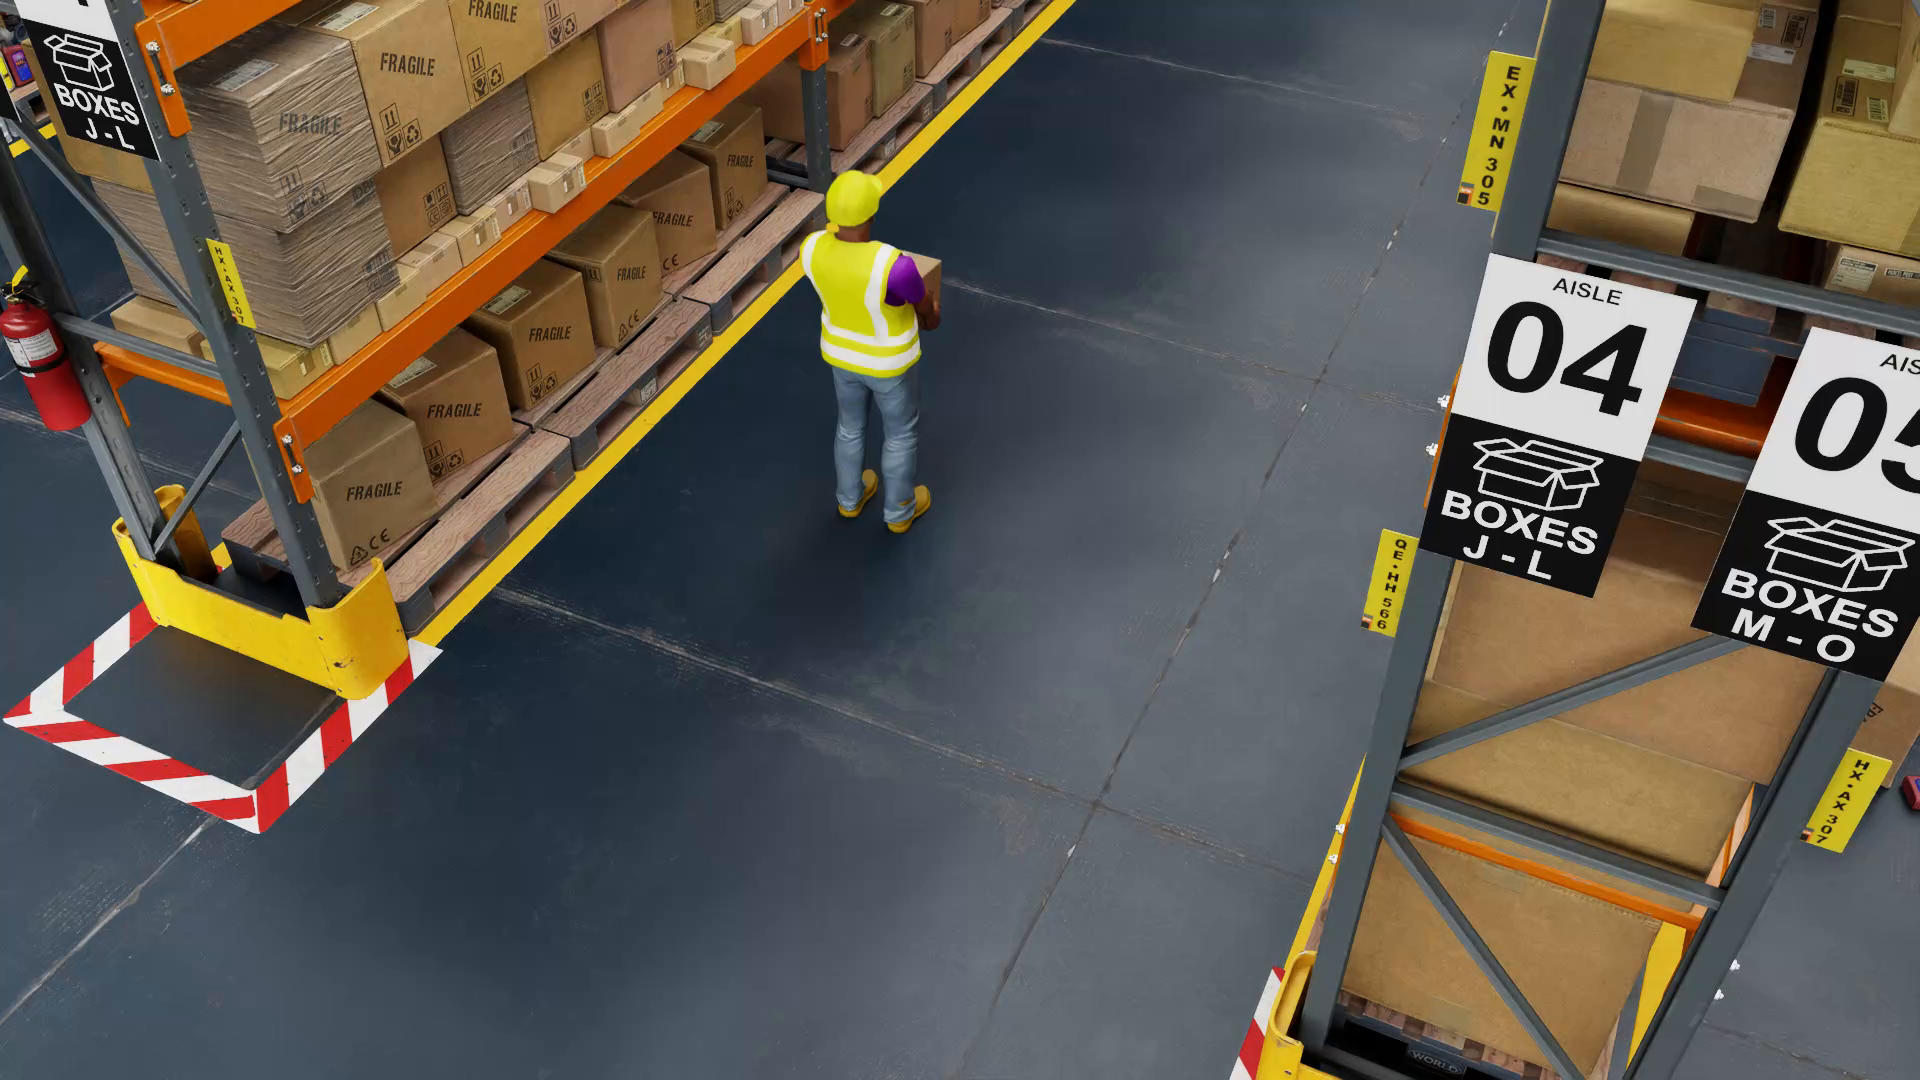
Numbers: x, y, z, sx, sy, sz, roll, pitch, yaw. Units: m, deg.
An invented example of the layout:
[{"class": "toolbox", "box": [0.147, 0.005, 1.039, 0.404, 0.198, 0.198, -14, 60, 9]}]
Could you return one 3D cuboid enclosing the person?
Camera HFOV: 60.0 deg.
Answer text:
[{"class": "person", "box": [-0.346, -0.841, 7.087, 0.505, 1.763, 0.577, 17, 45, 18]}]
